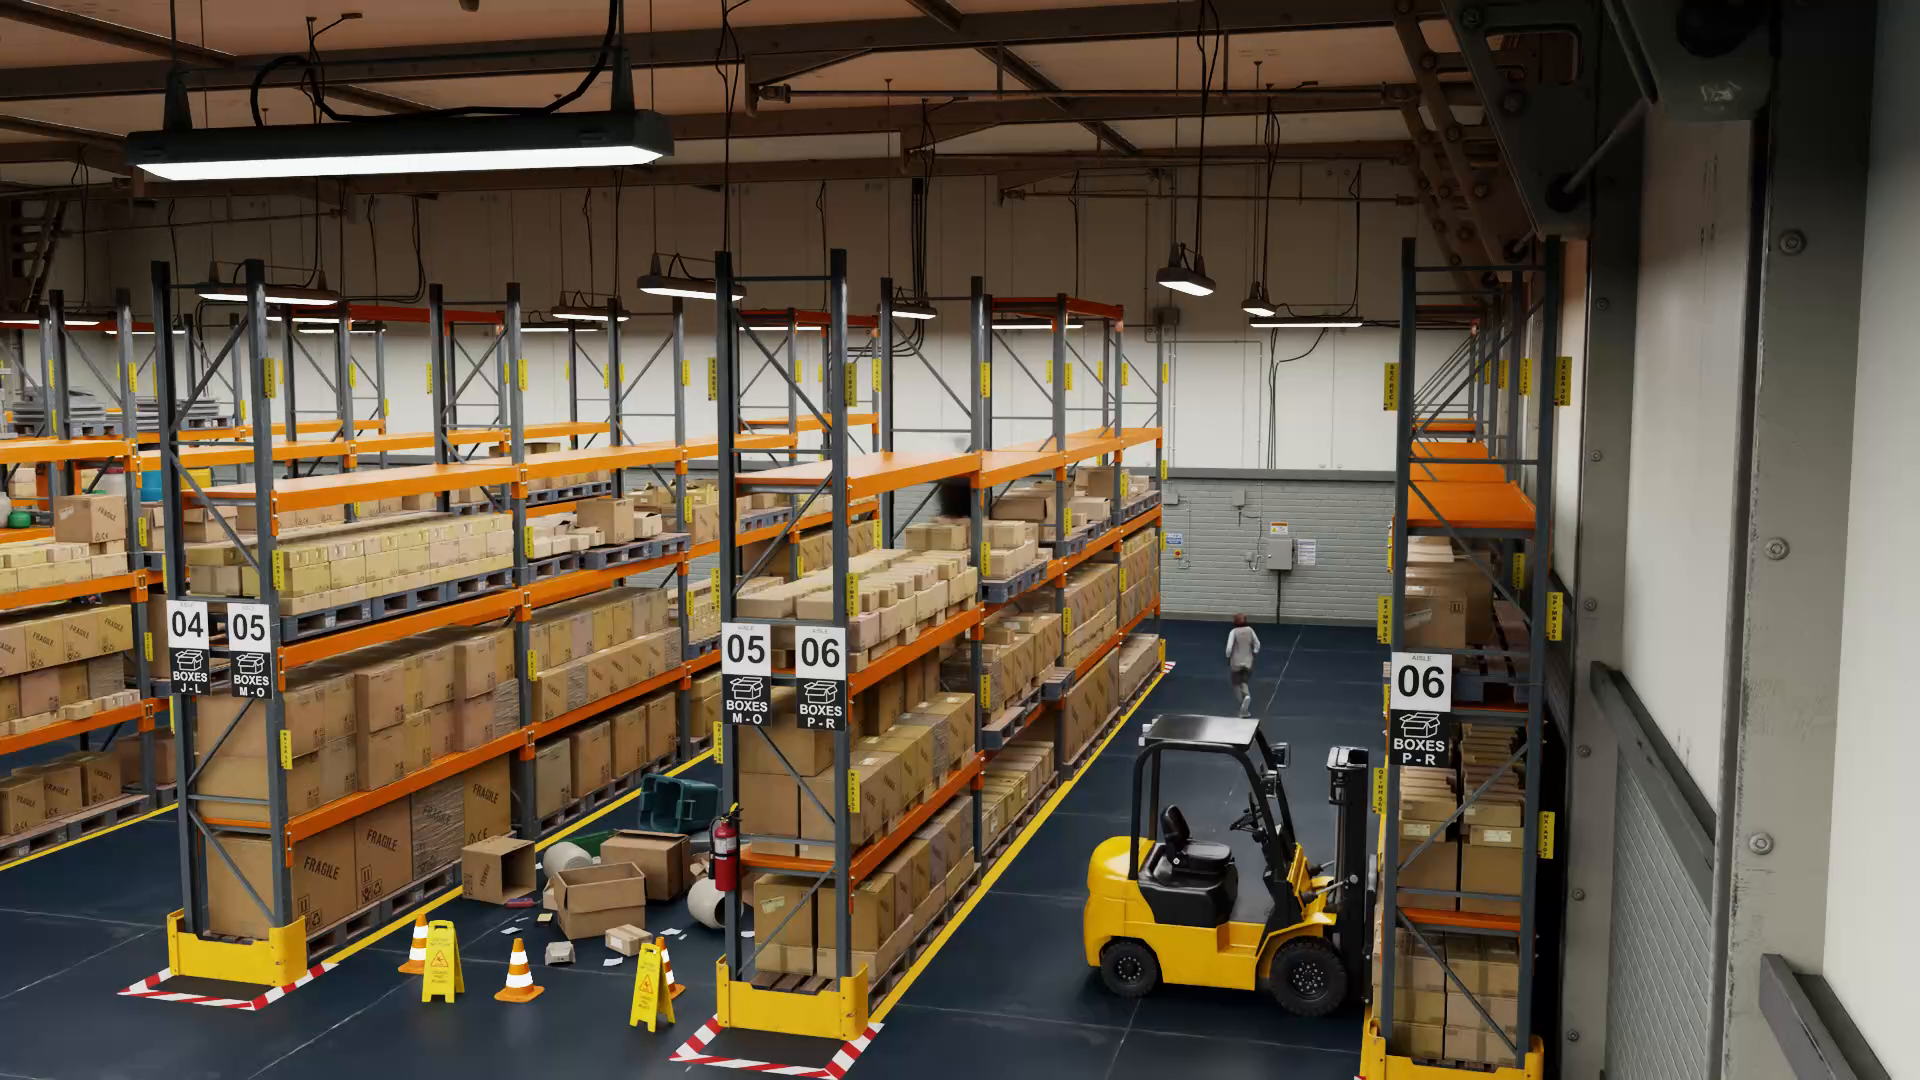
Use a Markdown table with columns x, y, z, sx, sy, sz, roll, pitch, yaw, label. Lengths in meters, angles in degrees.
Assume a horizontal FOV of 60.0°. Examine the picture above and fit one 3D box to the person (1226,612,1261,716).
| x | y | z | sx | sy | sz | roll | pitch | yaw | label |
| --- | --- | --- | --- | --- | --- | --- | --- | --- | --- |
| 4.154 | 1.840 | 24.335 | 0.540 | 1.539 | 0.518 | -1 | 6 | -8 | person |
